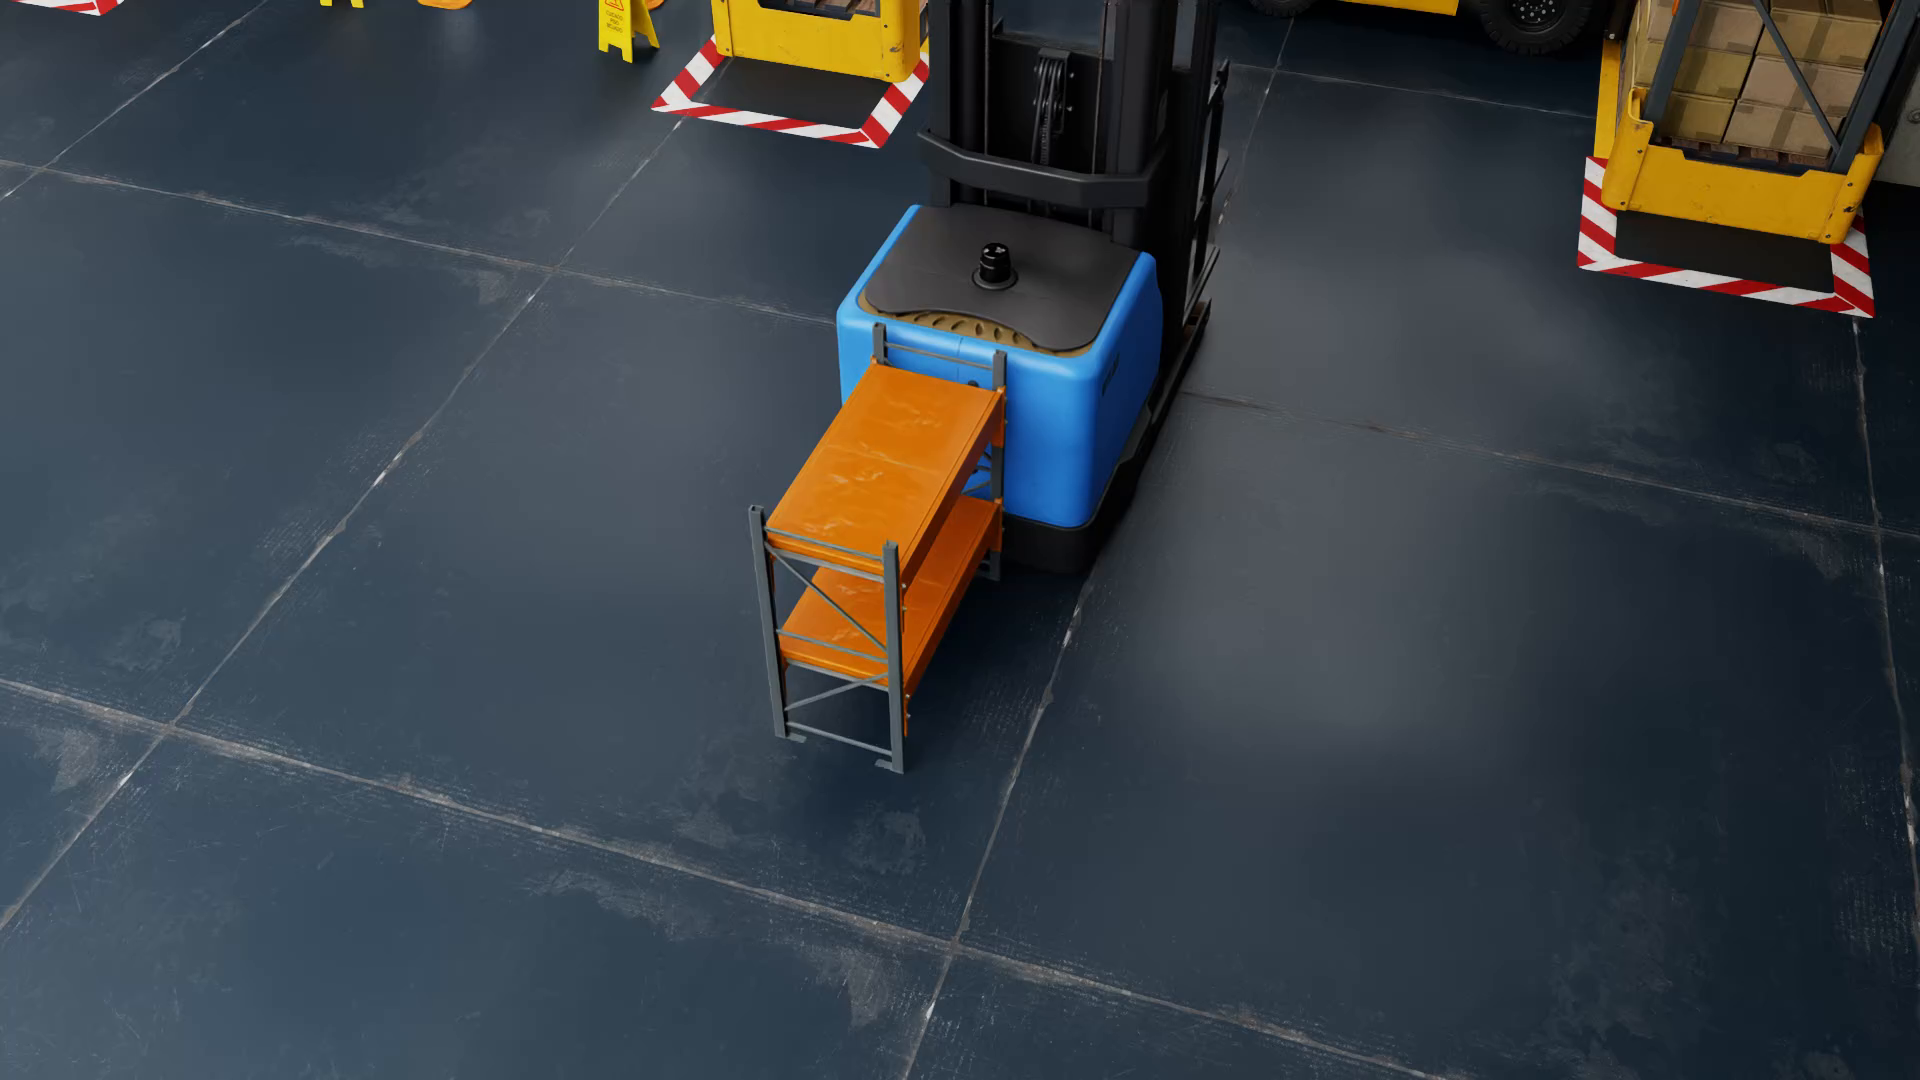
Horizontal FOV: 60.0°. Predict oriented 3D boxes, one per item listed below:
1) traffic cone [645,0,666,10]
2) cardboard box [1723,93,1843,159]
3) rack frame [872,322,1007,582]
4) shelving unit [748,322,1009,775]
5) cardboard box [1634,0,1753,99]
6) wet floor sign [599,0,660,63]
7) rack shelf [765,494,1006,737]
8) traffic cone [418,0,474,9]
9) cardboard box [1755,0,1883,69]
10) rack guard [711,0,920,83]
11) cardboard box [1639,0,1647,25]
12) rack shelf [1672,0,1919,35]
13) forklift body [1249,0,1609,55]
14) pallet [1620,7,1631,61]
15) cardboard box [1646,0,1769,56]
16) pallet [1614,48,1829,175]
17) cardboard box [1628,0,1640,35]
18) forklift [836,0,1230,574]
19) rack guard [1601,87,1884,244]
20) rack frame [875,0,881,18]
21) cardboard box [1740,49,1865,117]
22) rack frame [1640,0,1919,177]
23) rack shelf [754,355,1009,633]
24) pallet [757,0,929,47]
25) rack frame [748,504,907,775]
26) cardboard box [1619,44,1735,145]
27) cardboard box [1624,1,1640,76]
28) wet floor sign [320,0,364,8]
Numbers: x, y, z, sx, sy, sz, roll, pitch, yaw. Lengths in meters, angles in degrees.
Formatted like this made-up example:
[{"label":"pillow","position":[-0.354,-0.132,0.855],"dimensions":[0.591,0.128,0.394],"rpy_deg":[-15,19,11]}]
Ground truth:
[{"label":"traffic cone","position":[-1.943,-3.483,9.978],"dimensions":[0.336,0.463,0.334],"rpy_deg":[13,46,13]},{"label":"cardboard box","position":[4.223,-2.234,8.554],"dimensions":[0.500,0.250,0.500],"rpy_deg":[13,46,13]},{"label":"rack frame","position":[-0.074,-0.307,6.260],"dimensions":[0.500,1.125,0.032],"rpy_deg":[15,46,14]},{"label":"shelving unit","position":[-0.251,0.026,5.919],"dimensions":[0.538,1.125,1.048],"rpy_deg":[15,46,14]},{"label":"cardboard box","position":[3.737,-2.517,8.486],"dimensions":[0.500,0.250,0.500],"rpy_deg":[12,46,12]},{"label":"wet floor sign","position":[-1.921,-3.088,9.444],"dimensions":[0.267,0.644,0.232],"rpy_deg":[28,51,26]},{"label":"rack shelf","position":[-0.251,0.201,6.090],"dimensions":[0.538,0.278,1.000],"rpy_deg":[15,46,14]},{"label":"traffic cone","position":[-3.104,-3.491,9.987],"dimensions":[0.336,0.463,0.334],"rpy_deg":[13,46,13]},{"label":"cardboard box","position":[4.213,-2.586,8.198],"dimensions":[0.500,0.250,0.500],"rpy_deg":[12,46,12]},{"label":"rack guard","position":[-0.821,-2.987,9.445],"dimensions":[1.175,0.500,0.348],"rpy_deg":[13,46,13]},{"label":"cardboard box","position":[3.899,-2.849,8.825],"dimensions":[0.500,0.250,0.500],"rpy_deg":[12,46,12]},{"label":"rack shelf","position":[4.493,-3.857,9.061],"dimensions":[1.077,0.370,4.000],"rpy_deg":[13,46,13]},{"label":"forklift body","position":[2.723,-4.128,9.430],"dimensions":[2.313,2.155,1.214],"rpy_deg":[13,46,13]},{"label":"pallet","position":[4.451,-3.113,9.780],"dimensions":[1.003,0.211,1.213],"rpy_deg":[13,46,13]},{"label":"cardboard box","position":[3.730,-2.678,8.293],"dimensions":[0.500,0.250,0.500],"rpy_deg":[14,46,14]},{"label":"pallet","position":[4.079,-2.303,8.952],"dimensions":[1.003,0.211,1.213],"rpy_deg":[13,46,13]},{"label":"cardboard box","position":[4.048,-2.989,9.326],"dimensions":[0.500,0.250,0.500],"rpy_deg":[13,46,13]},{"label":"forklift","position":[0.520,-1.961,6.658],"dimensions":[1.130,2.935,3.031],"rpy_deg":[15,46,14]},{"label":"rack guard","position":[3.880,-1.871,8.305],"dimensions":[1.175,0.500,0.348],"rpy_deg":[13,46,13]},{"label":"rack frame","position":[-0.844,-3.829,8.519],"dimensions":[1.000,3.000,0.127],"rpy_deg":[13,46,13]},{"label":"cardboard box","position":[4.228,-2.396,8.362],"dimensions":[0.500,0.250,0.500],"rpy_deg":[13,46,13]},{"label":"rack frame","position":[3.888,-2.781,7.447],"dimensions":[1.000,3.000,0.127],"rpy_deg":[13,46,13]},{"label":"rack shelf","position":[-0.251,-0.183,5.715],"dimensions":[0.538,0.278,1.000],"rpy_deg":[15,46,14]},{"label":"pallet","position":[-0.541,-3.417,10.091],"dimensions":[1.003,0.211,1.213],"rpy_deg":[13,46,13]},{"label":"rack frame","position":[-0.429,0.359,5.579],"dimensions":[0.500,1.125,0.032],"rpy_deg":[15,46,14]},{"label":"cardboard box","position":[3.729,-2.328,8.650],"dimensions":[0.500,0.250,0.500],"rpy_deg":[13,46,13]},{"label":"cardboard box","position":[3.888,-2.658,8.987],"dimensions":[0.500,0.250,0.500],"rpy_deg":[13,46,12]},{"label":"wet floor sign","position":[-3.714,-3.530,9.896],"dimensions":[0.267,0.644,0.232],"rpy_deg":[5,45,5]}]
